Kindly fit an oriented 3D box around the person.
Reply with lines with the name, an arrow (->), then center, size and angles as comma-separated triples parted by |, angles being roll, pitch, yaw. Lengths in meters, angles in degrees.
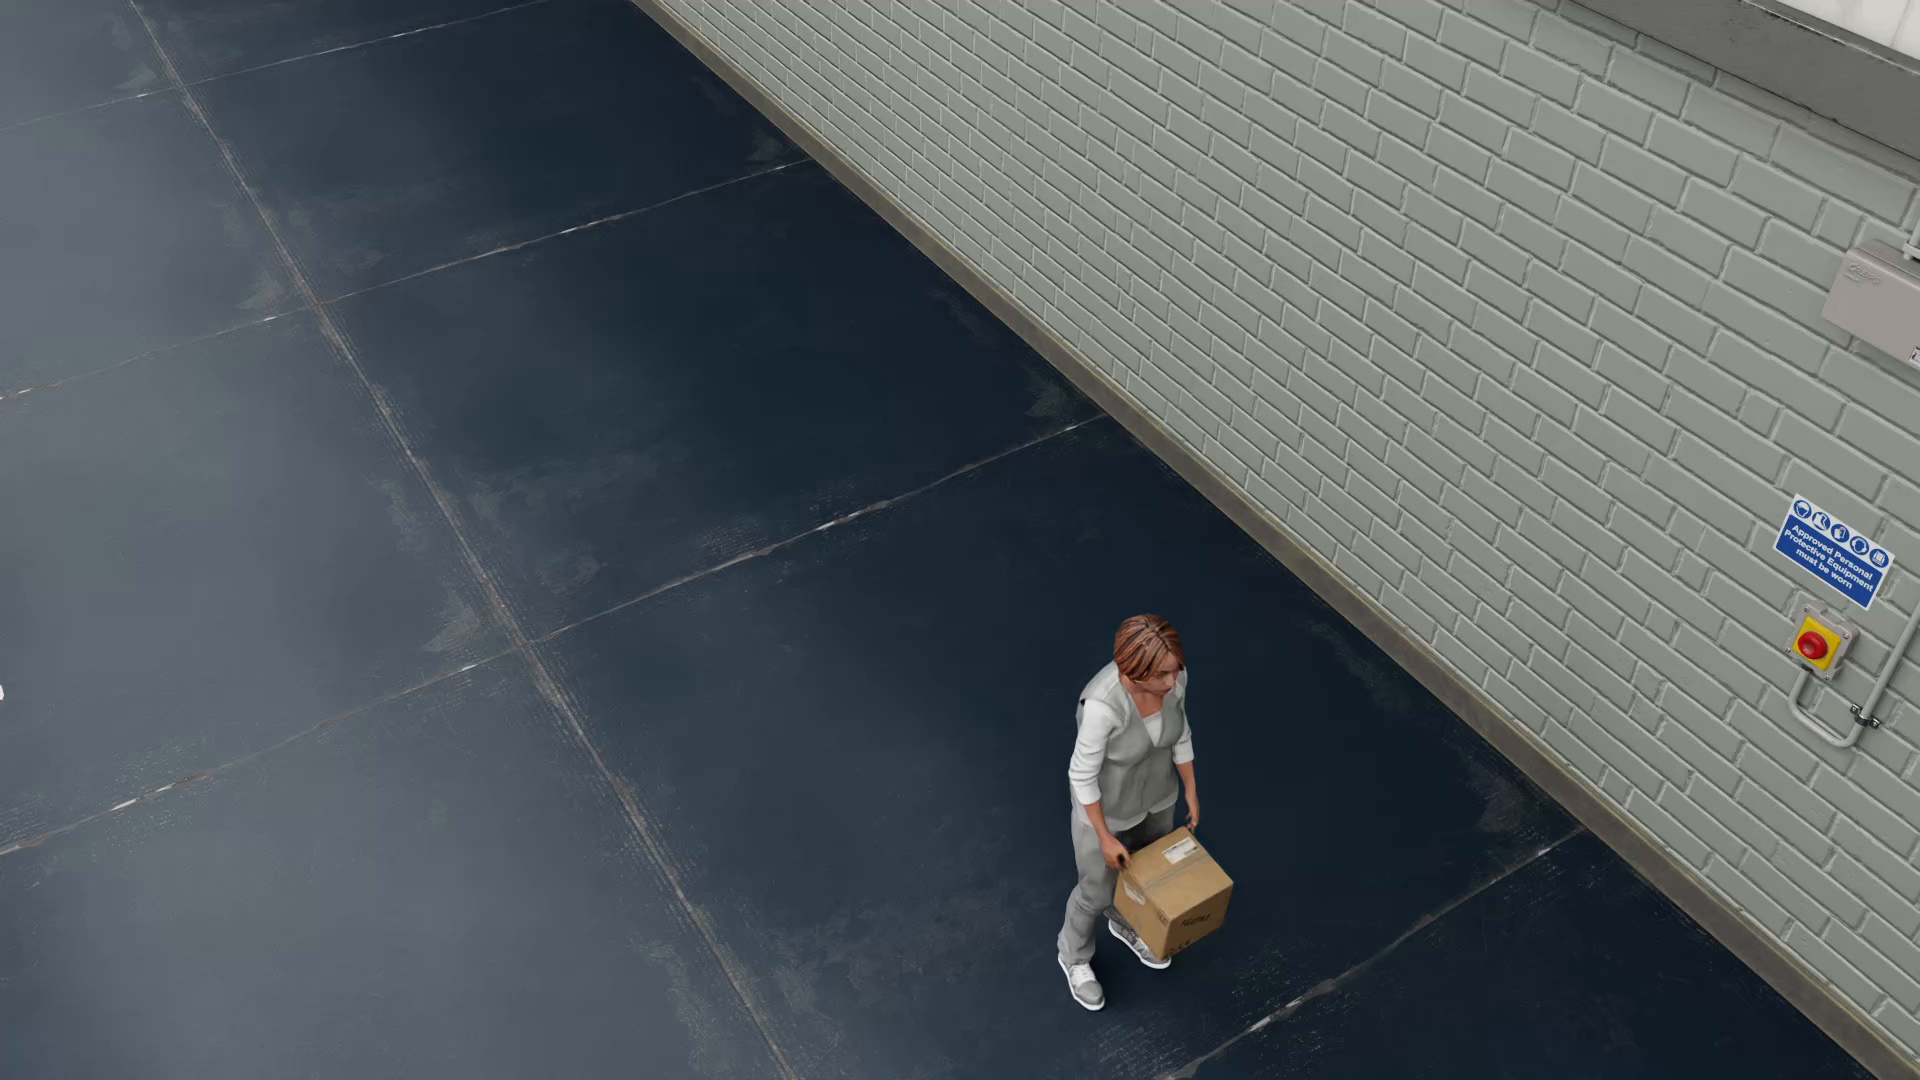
person -> 0.529, 0.828, 5.220 | 0.447, 1.600, 0.347 | -24, 47, -25
